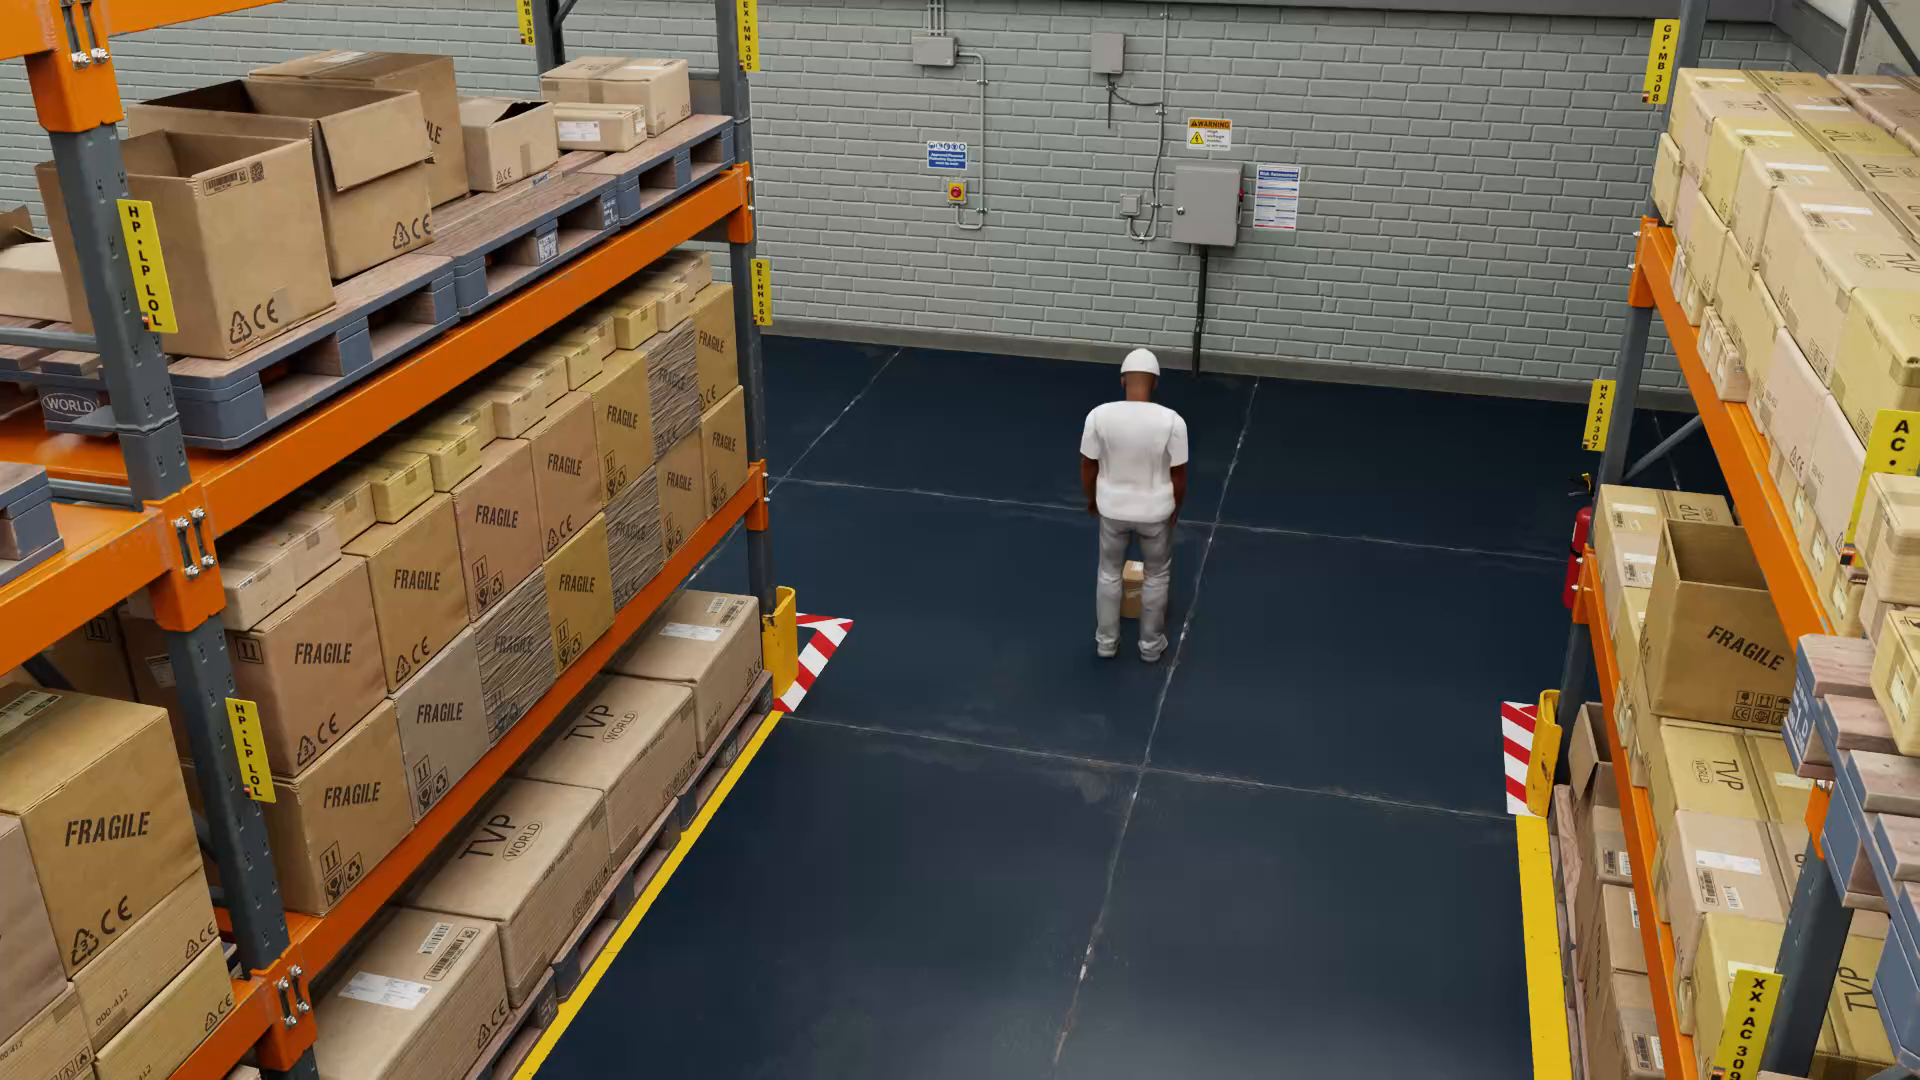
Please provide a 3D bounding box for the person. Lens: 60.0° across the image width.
[{"bbox_3d":[0.935,-0.180,8.994,0.578,1.747,0.396,7,26,14],"label":"person"}]
